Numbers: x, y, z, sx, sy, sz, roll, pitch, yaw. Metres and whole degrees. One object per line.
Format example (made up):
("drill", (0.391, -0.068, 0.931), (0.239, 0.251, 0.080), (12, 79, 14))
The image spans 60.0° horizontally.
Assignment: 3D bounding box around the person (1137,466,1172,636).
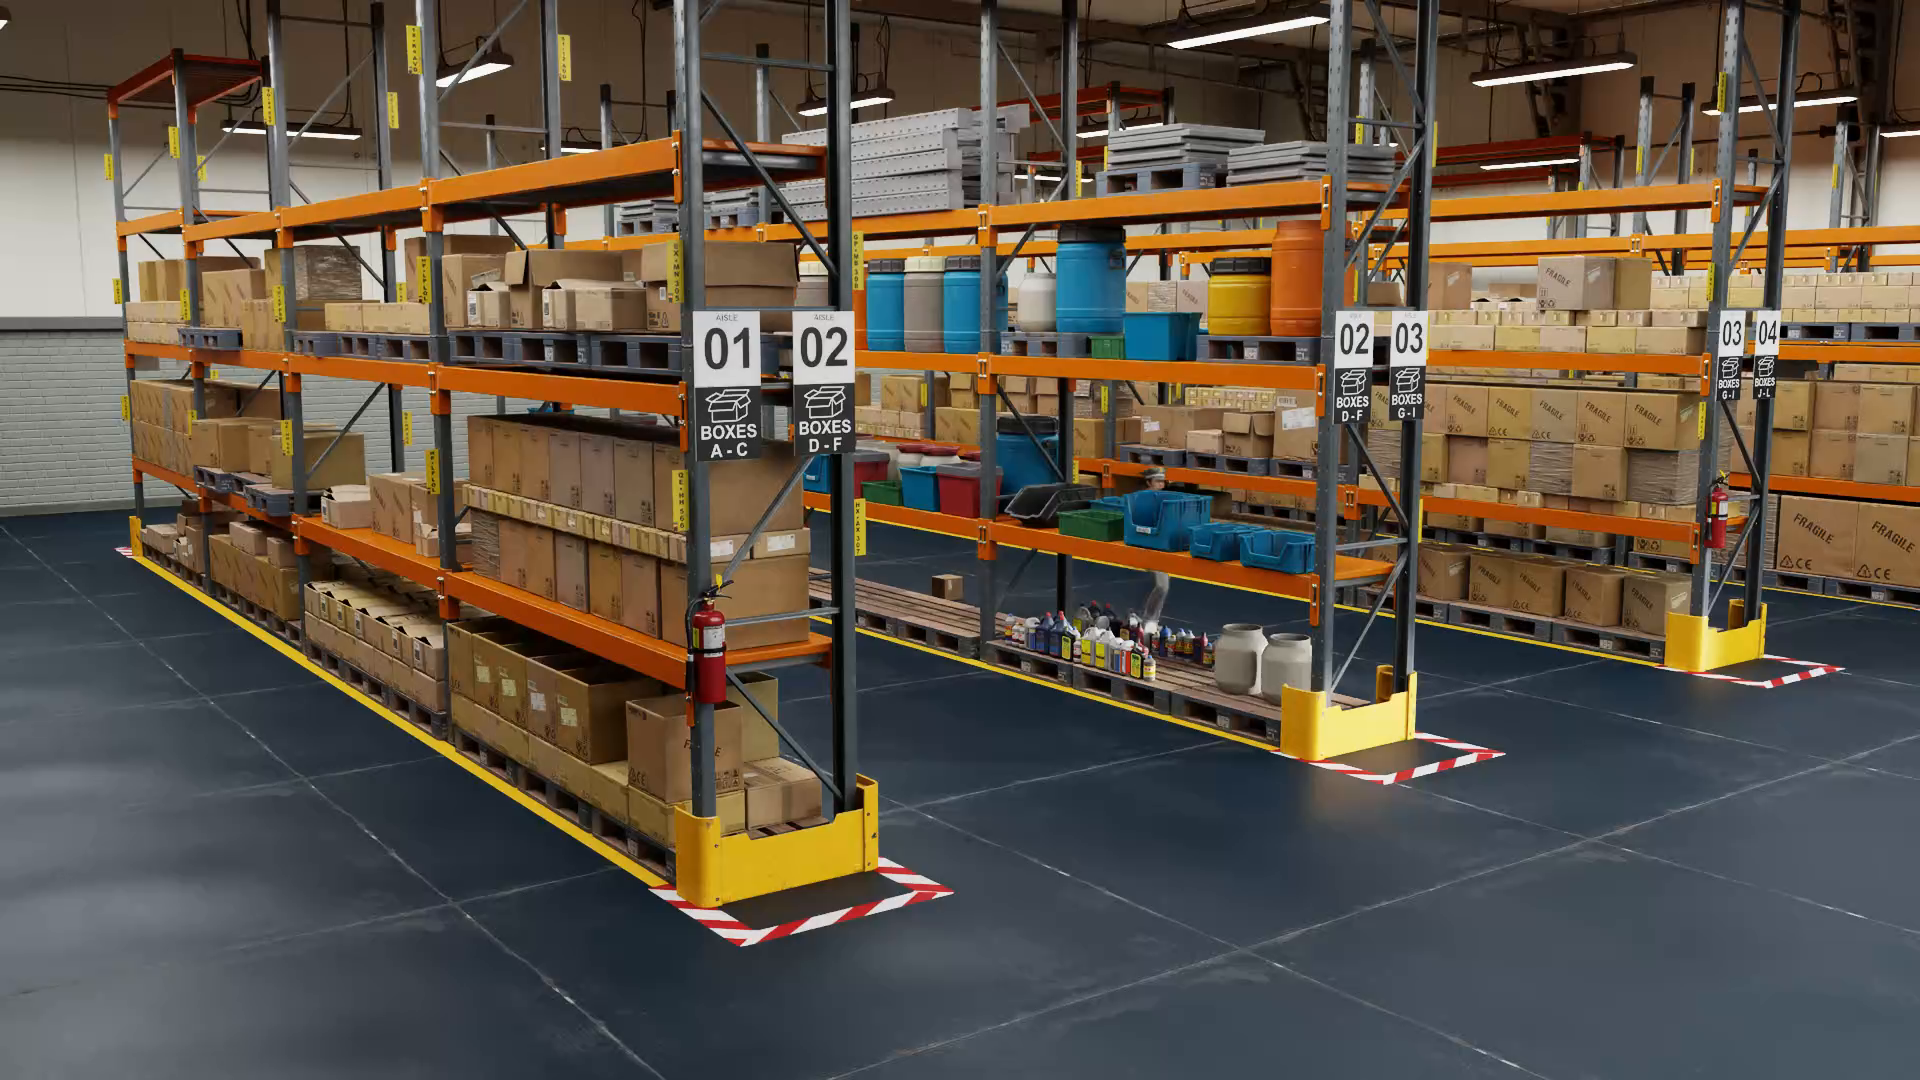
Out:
("person", (1.940, 0.130, 16.185), (0.491, 1.703, 0.448), (-8, 11, -43))
